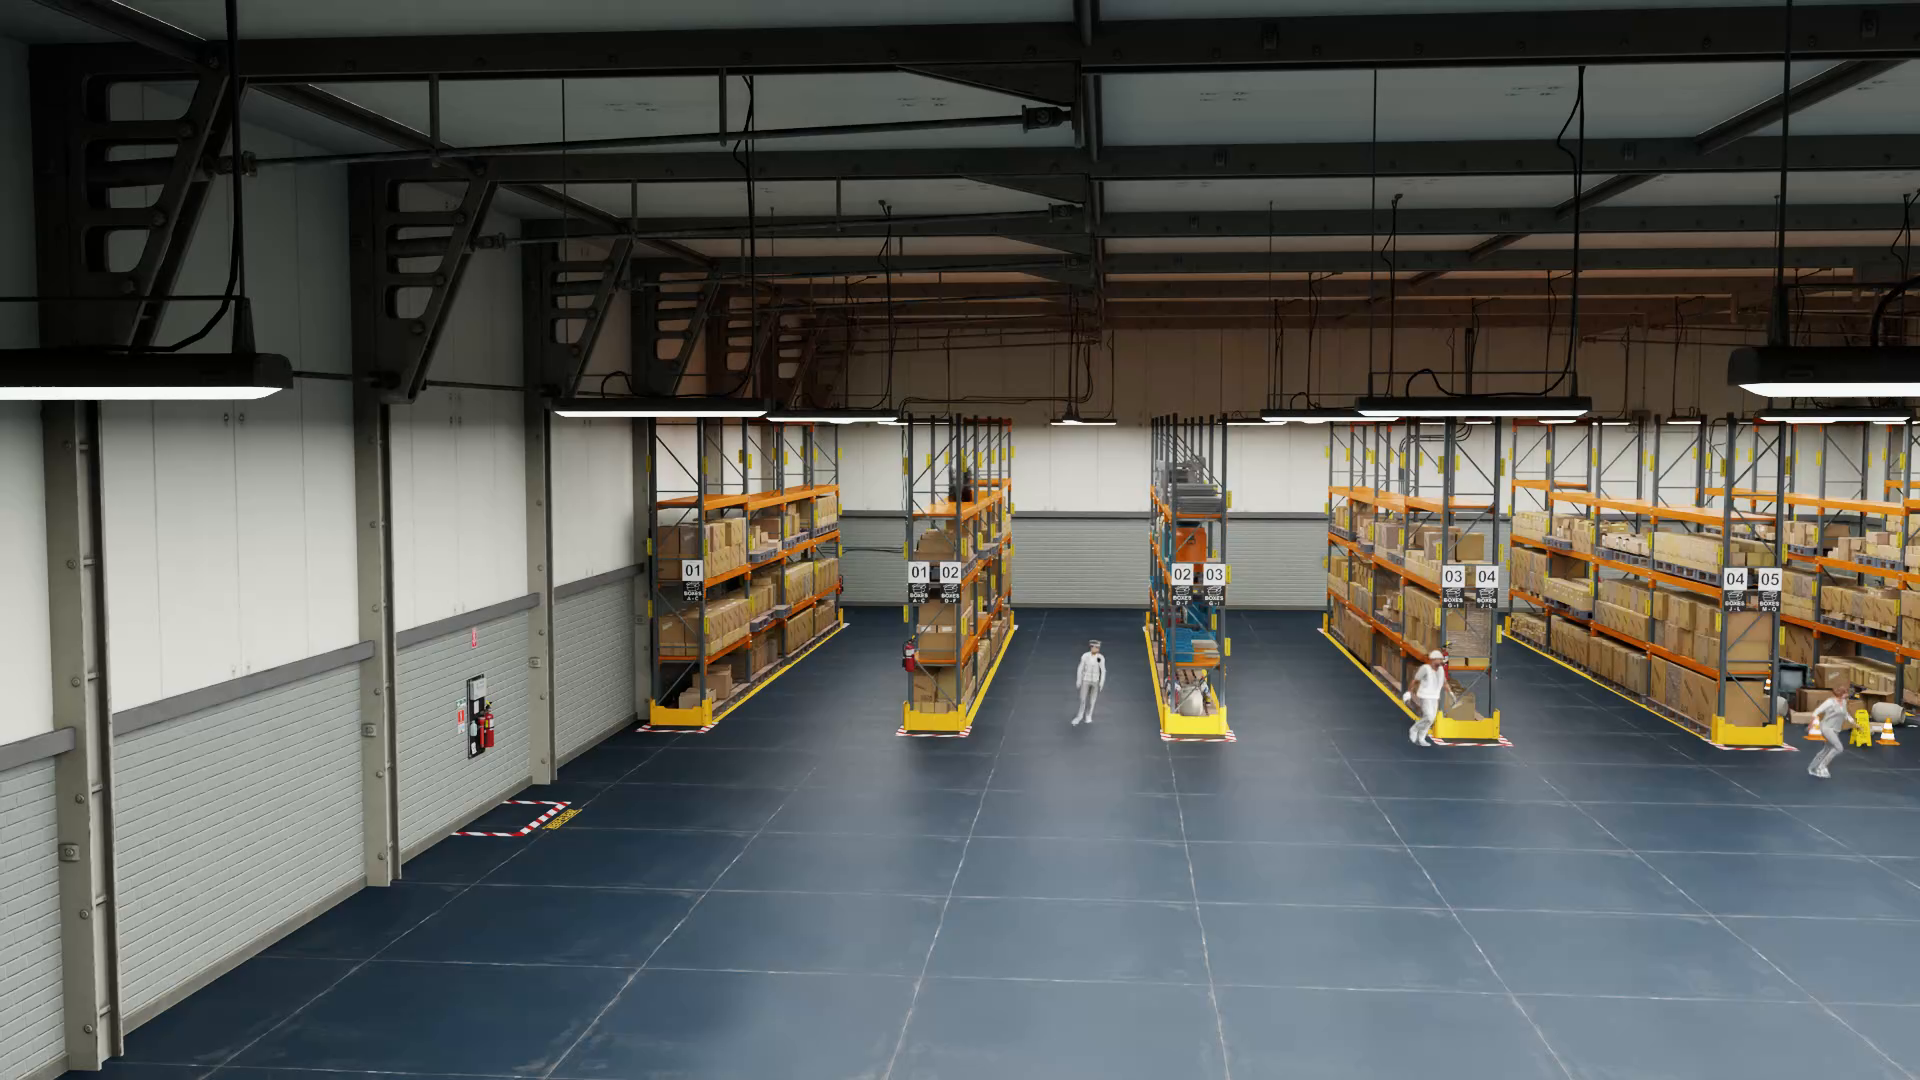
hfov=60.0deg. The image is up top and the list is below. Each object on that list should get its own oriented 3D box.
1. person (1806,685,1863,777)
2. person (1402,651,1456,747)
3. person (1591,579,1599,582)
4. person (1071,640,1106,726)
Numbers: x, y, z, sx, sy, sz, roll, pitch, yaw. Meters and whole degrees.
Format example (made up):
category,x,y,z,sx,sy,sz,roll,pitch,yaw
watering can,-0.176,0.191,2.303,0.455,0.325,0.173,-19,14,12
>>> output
category,x,y,z,sx,sy,sz,roll,pitch,yaw
person,14.242,3.119,27.078,0.504,1.534,0.779,-3,5,-34
person,8.439,2.847,29.826,0.696,1.740,0.748,-3,5,-34
person,17.248,1.821,45.069,0.624,1.722,0.674,0,4,-7
person,2.469,2.737,32.017,0.669,1.638,0.583,0,4,-3
